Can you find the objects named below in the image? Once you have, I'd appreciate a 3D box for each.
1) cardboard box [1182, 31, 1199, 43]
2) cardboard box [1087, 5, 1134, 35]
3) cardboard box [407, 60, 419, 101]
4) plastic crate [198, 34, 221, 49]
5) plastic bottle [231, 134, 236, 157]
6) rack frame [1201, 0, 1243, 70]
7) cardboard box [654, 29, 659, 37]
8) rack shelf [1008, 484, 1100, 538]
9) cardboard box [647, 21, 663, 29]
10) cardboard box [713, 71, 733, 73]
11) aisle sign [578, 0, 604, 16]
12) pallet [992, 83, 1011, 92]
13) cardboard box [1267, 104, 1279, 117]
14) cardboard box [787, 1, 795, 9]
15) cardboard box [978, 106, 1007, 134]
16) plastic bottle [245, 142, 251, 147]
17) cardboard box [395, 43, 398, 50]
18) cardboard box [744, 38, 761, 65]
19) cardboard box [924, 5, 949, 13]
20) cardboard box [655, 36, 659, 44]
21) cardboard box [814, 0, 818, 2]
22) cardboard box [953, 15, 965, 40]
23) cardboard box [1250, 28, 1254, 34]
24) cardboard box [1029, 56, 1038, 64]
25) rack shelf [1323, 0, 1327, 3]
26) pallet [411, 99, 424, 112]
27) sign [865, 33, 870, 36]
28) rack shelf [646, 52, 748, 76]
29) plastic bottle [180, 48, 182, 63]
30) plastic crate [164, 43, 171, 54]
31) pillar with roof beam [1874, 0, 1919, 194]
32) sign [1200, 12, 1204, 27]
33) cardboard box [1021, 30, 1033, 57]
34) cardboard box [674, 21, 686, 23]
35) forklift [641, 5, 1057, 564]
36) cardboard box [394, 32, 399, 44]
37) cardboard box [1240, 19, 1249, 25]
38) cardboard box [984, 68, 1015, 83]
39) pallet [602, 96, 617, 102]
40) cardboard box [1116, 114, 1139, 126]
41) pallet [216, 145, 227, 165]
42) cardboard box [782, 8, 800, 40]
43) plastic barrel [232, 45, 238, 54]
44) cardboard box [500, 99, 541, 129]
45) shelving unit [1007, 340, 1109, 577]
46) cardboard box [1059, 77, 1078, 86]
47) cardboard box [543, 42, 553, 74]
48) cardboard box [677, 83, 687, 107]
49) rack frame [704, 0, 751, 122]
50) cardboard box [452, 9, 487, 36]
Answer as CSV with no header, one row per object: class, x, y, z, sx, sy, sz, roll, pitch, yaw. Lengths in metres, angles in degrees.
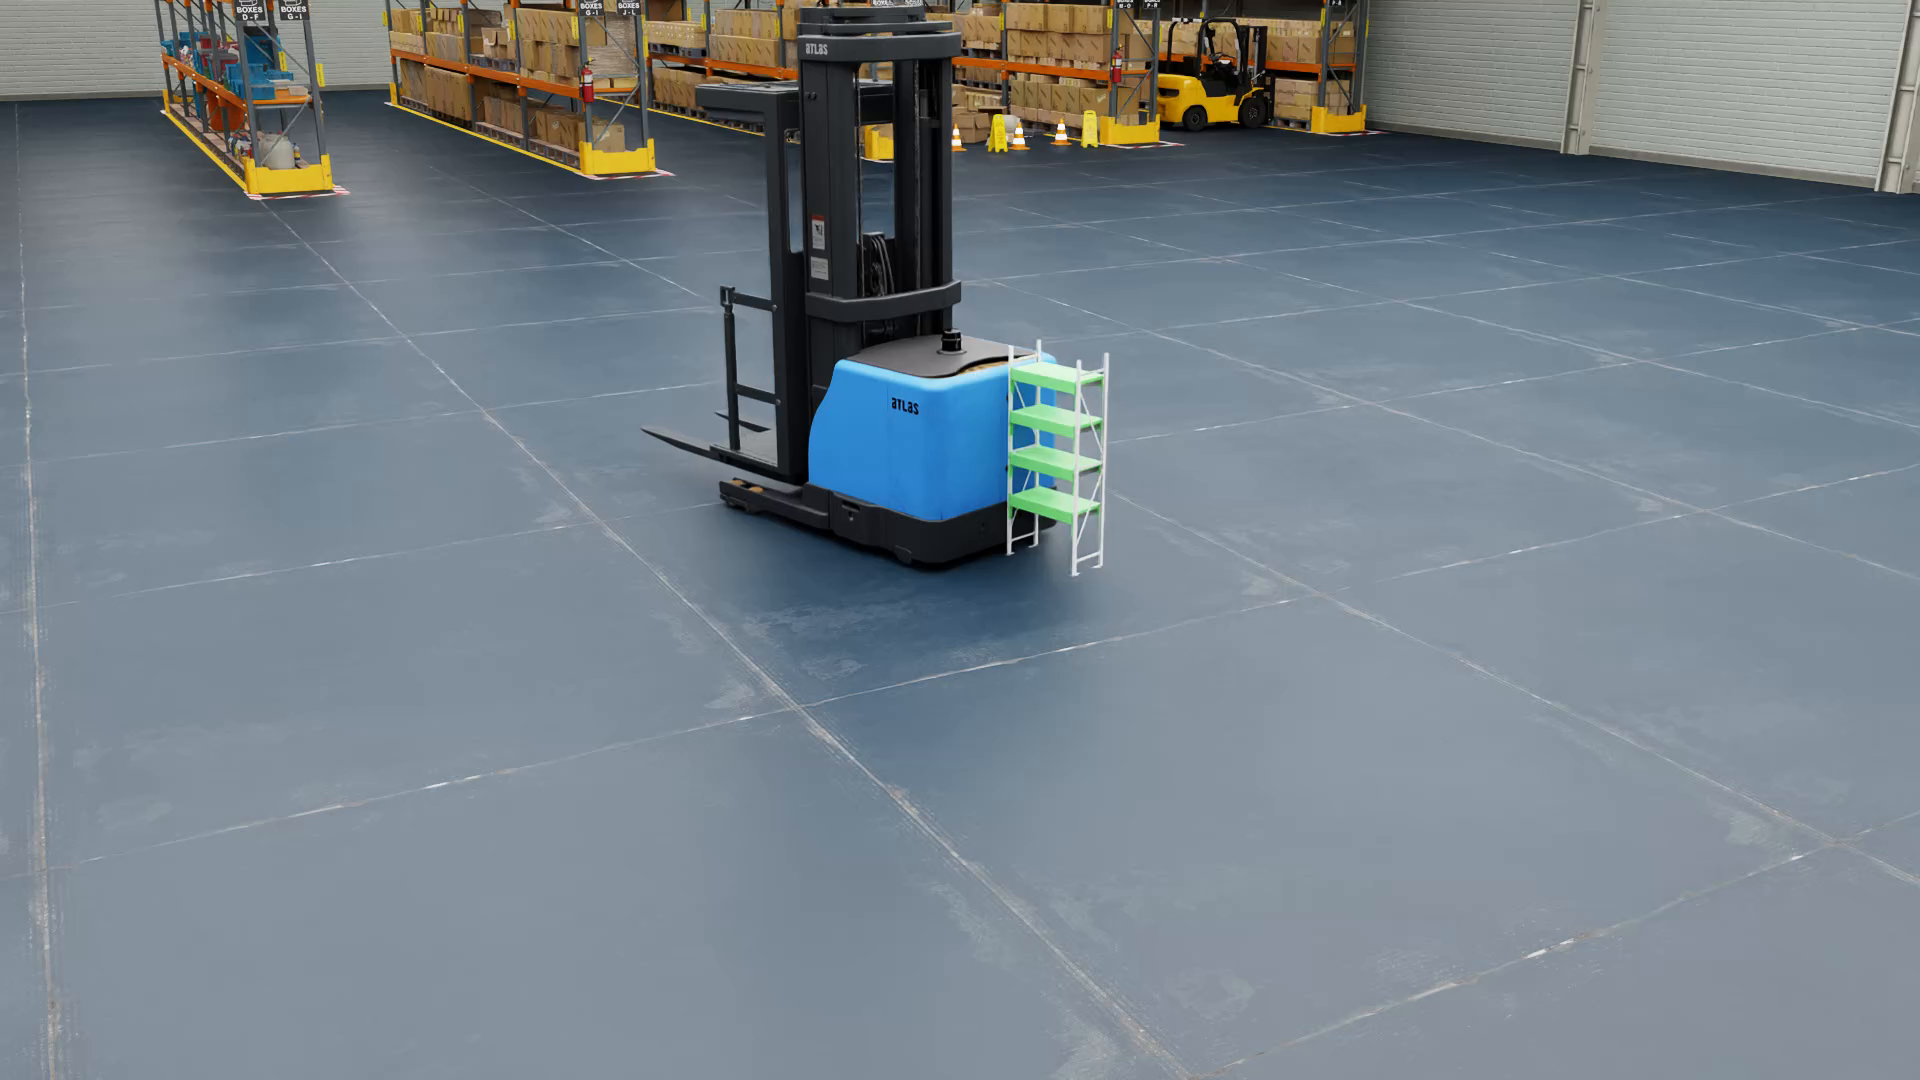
cardboard box,5.240,-11.075,36.591,0.500,0.250,0.500,-10,22,-28
cardboard box,2.797,-9.663,30.894,0.700,0.500,0.500,-11,22,-28
cardboard box,-12.281,-10.709,38.682,0.875,0.875,0.875,-10,21,-27
plastic crate,-15.751,-10.386,34.942,0.402,0.464,0.583,-10,21,-27
plastic bottle,-11.730,-6.396,26.954,0.144,0.351,0.185,-9,21,-25
rack frame,5.698,-10.808,36.354,1.000,3.000,0.127,-10,21,-27
cardboard box,-6.621,-11.352,37.217,0.380,0.149,0.250,-11,22,-29
rack shelf,0.527,-0.163,9.197,0.258,0.148,0.480,-18,26,-42
cardboard box,-6.855,-11.636,37.584,0.380,0.149,0.250,-9,21,-25
cardboard box,-5.231,-10.143,36.466,0.500,0.250,0.500,-10,22,-27
aisle sign,-5.725,-8.519,25.737,0.394,0.787,0.004,-10,21,-27
pallet,1.574,-11.983,44.036,1.003,0.211,1.213,-10,21,-27
cardboard box,6.639,-8.933,34.494,0.500,0.250,0.500,-10,21,-26
cardboard box,-4.138,-13.674,42.973,0.500,0.500,0.500,-11,22,-28
cardboard box,0.643,-8.339,33.028,0.500,0.500,0.500,4,19,11
plastic bottle,-11.320,-6.214,26.543,0.152,0.276,0.135,-10,21,-27
cardboard box,-12.965,-11.529,38.829,0.380,0.149,0.250,-11,22,-28
cardboard box,-3.940,-9.688,32.955,0.500,0.500,0.500,-10,21,-26
cardboard box,-0.587,-11.886,37.791,0.500,0.500,0.500,-11,22,-28
cardboard box,-6.623,-11.211,37.263,0.380,0.149,0.250,-10,21,-26
cardboard box,-3.445,-13.577,41.698,0.380,0.149,0.250,-10,22,-28
cardboard box,0.185,-10.963,35.550,0.500,0.500,0.500,-11,22,-29
cardboard box,6.201,-10.658,34.771,0.380,0.149,0.250,-11,22,-28
cardboard box,1.604,-9.567,33.142,0.380,0.149,0.250,-9,21,-25
rack shelf,6.648,-11.312,34.318,1.077,0.370,4.000,-10,21,-27
pallet,-12.064,-10.062,38.469,1.003,0.211,1.213,-10,21,-27
sign,-1.561,-8.673,28.030,0.100,0.325,0.005,-10,21,-27
rack shelf,-5.826,-10.625,36.926,1.077,0.370,4.000,-10,21,-27
plastic bottle,-15.685,-9.767,33.518,0.061,0.283,0.133,-10,21,-27
plastic crate,-16.994,-10.630,36.003,0.416,0.233,0.300,-10,21,-27
pillar with roof beam,9.970,-8.723,21.116,9.100,9.000,0.400,-10,21,-27
sign,5.226,-11.231,35.927,0.100,0.325,0.005,-10,21,-27
cardboard box,1.554,-9.916,33.160,0.500,0.500,0.500,-10,21,-27
cardboard box,-6.285,-11.738,37.878,0.380,0.149,0.250,-11,22,-28
forklift,-0.831,-1.647,9.912,1.130,2.935,3.031,-18,26,-42
cardboard box,-12.845,-11.690,38.684,0.500,0.250,0.500,-10,22,-27
cardboard box,6.100,-10.872,34.936,0.380,0.149,0.250,-10,22,-28
cardboard box,1.072,-12.530,44.533,0.700,0.500,0.500,-11,22,-29
pallet,-8.284,-11.108,41.500,1.003,0.211,1.213,-10,21,-27
cardboard box,3.092,-8.063,31.970,0.500,0.250,0.500,-10,21,-27
pallet,-12.156,-6.637,28.542,1.003,0.211,1.213,-10,21,-27
cardboard box,-2.832,-9.712,31.294,0.875,0.550,0.550,-10,21,-27
plastic barrel,-12.564,-8.443,29.294,0.433,0.535,0.433,0,19,0
cardboard box,-8.403,-8.169,31.865,0.700,0.500,0.500,-8,21,-22
shelving unit,0.527,-0.451,9.098,0.258,1.200,0.503,-18,26,-42
cardboard box,2.148,-8.883,32.202,0.380,0.149,0.250,-9,21,-24
cardboard box,-6.497,-8.125,27.971,0.875,0.500,0.500,-10,21,-27
cardboard box,-5.927,-9.855,36.780,0.500,0.500,0.500,-11,22,-29
rack frame,-4.876,-10.390,35.145,1.000,3.000,0.127,-10,21,-27
cardboard box,-9.929,-10.573,33.981,0.797,0.503,0.637,-9,21,-25
